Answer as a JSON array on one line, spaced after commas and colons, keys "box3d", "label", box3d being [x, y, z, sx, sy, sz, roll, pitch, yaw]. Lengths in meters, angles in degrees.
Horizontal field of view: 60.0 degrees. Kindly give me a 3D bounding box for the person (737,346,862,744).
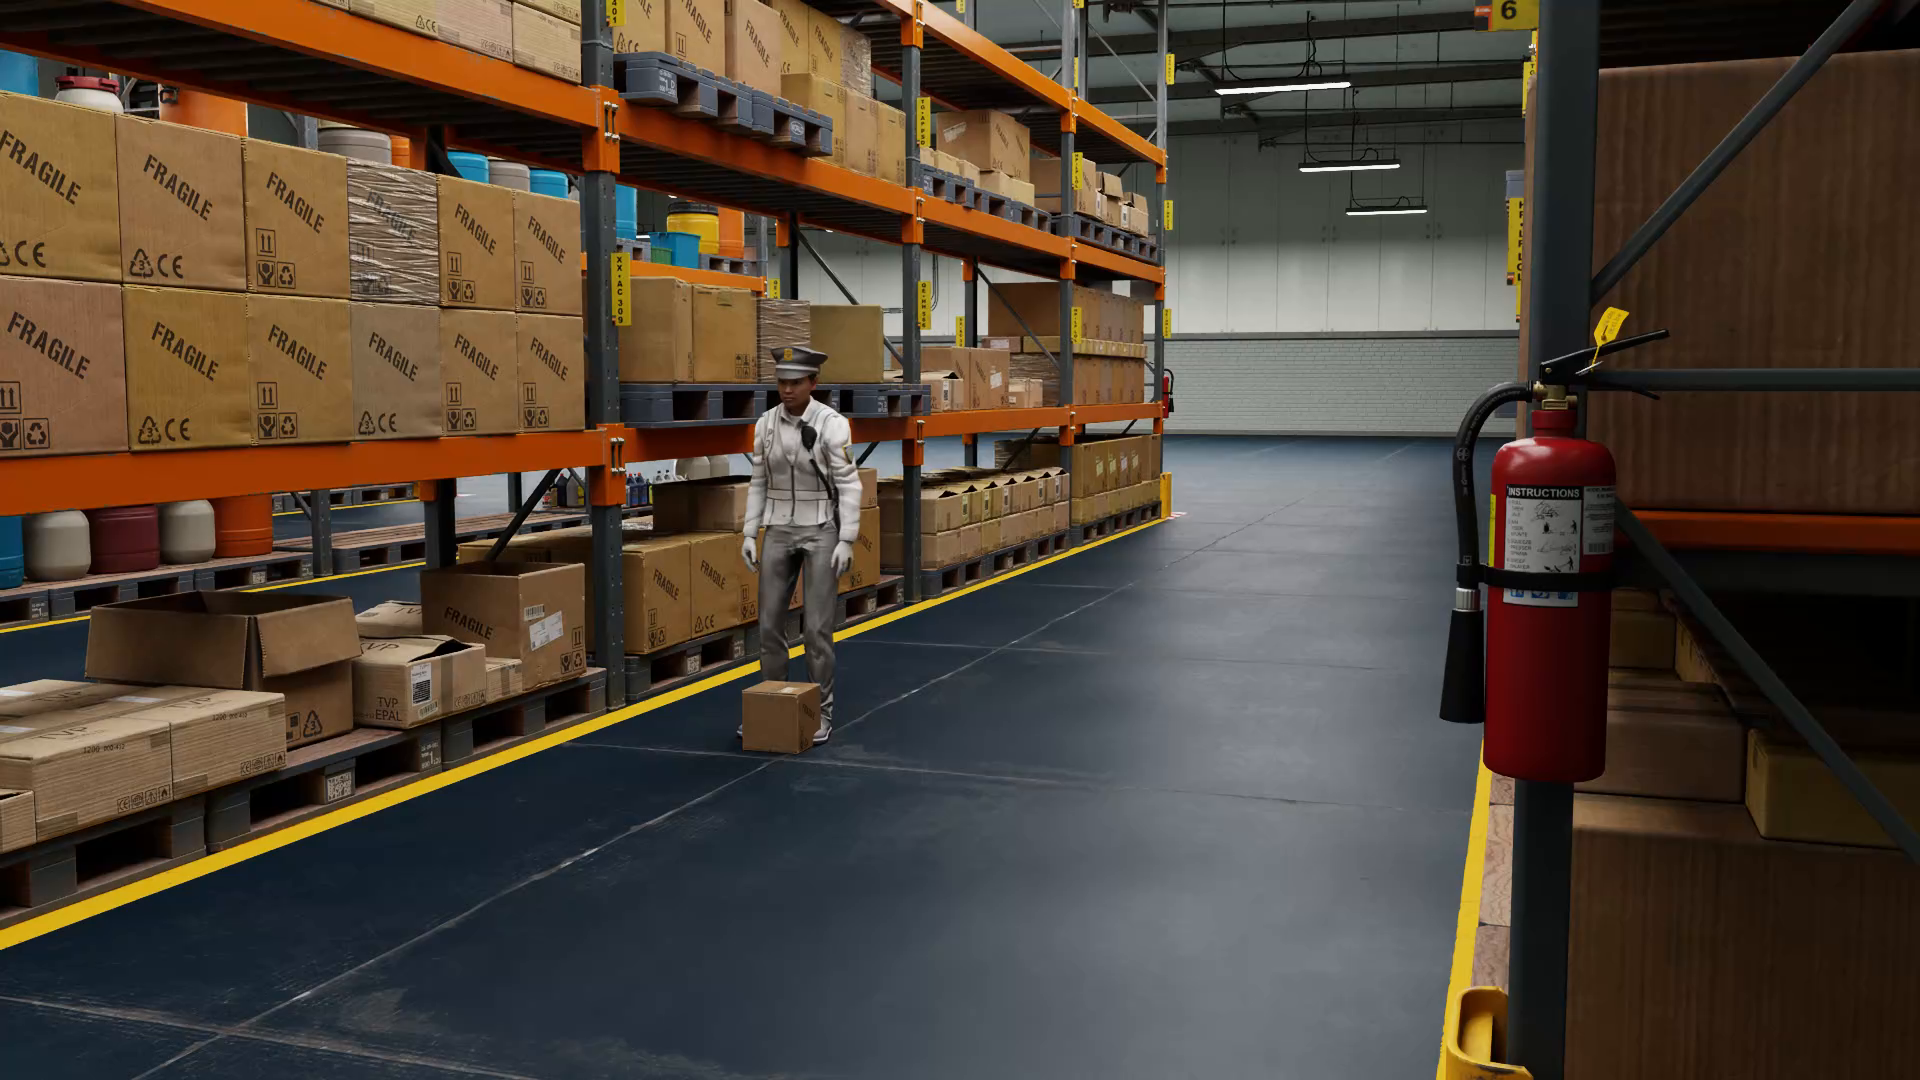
[{"box3d": [-0.683, 0.013, 7.079, 0.530, 1.663, 0.403, 2, 6, 19], "label": "person"}]
